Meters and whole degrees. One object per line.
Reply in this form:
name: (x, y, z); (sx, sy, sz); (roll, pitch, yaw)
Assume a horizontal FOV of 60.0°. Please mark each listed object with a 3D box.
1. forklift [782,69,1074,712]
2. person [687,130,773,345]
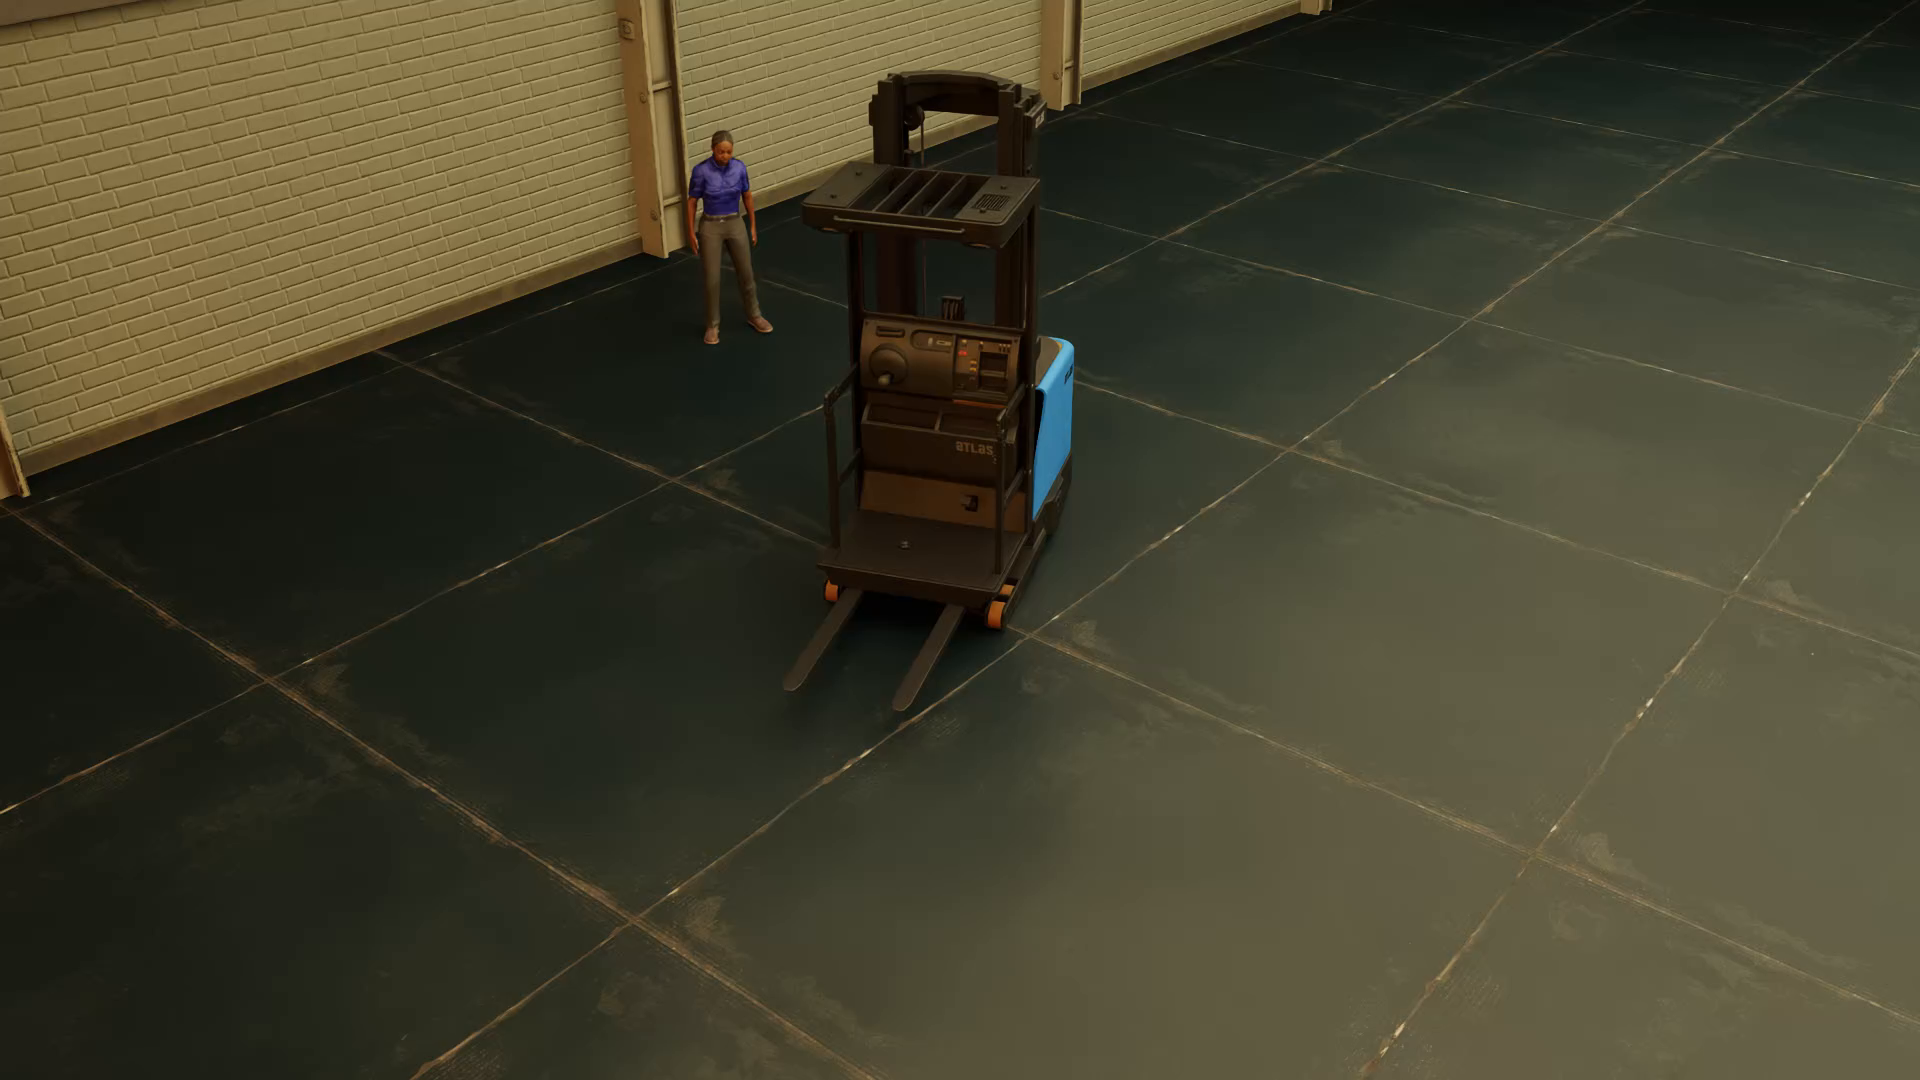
forklift: (-0.176, -0.972, 9.258); (1.130, 2.935, 3.031); (9, 31, 14)
person: (-1.820, -2.389, 12.954); (0.590, 1.661, 0.395); (-13, 33, -22)
